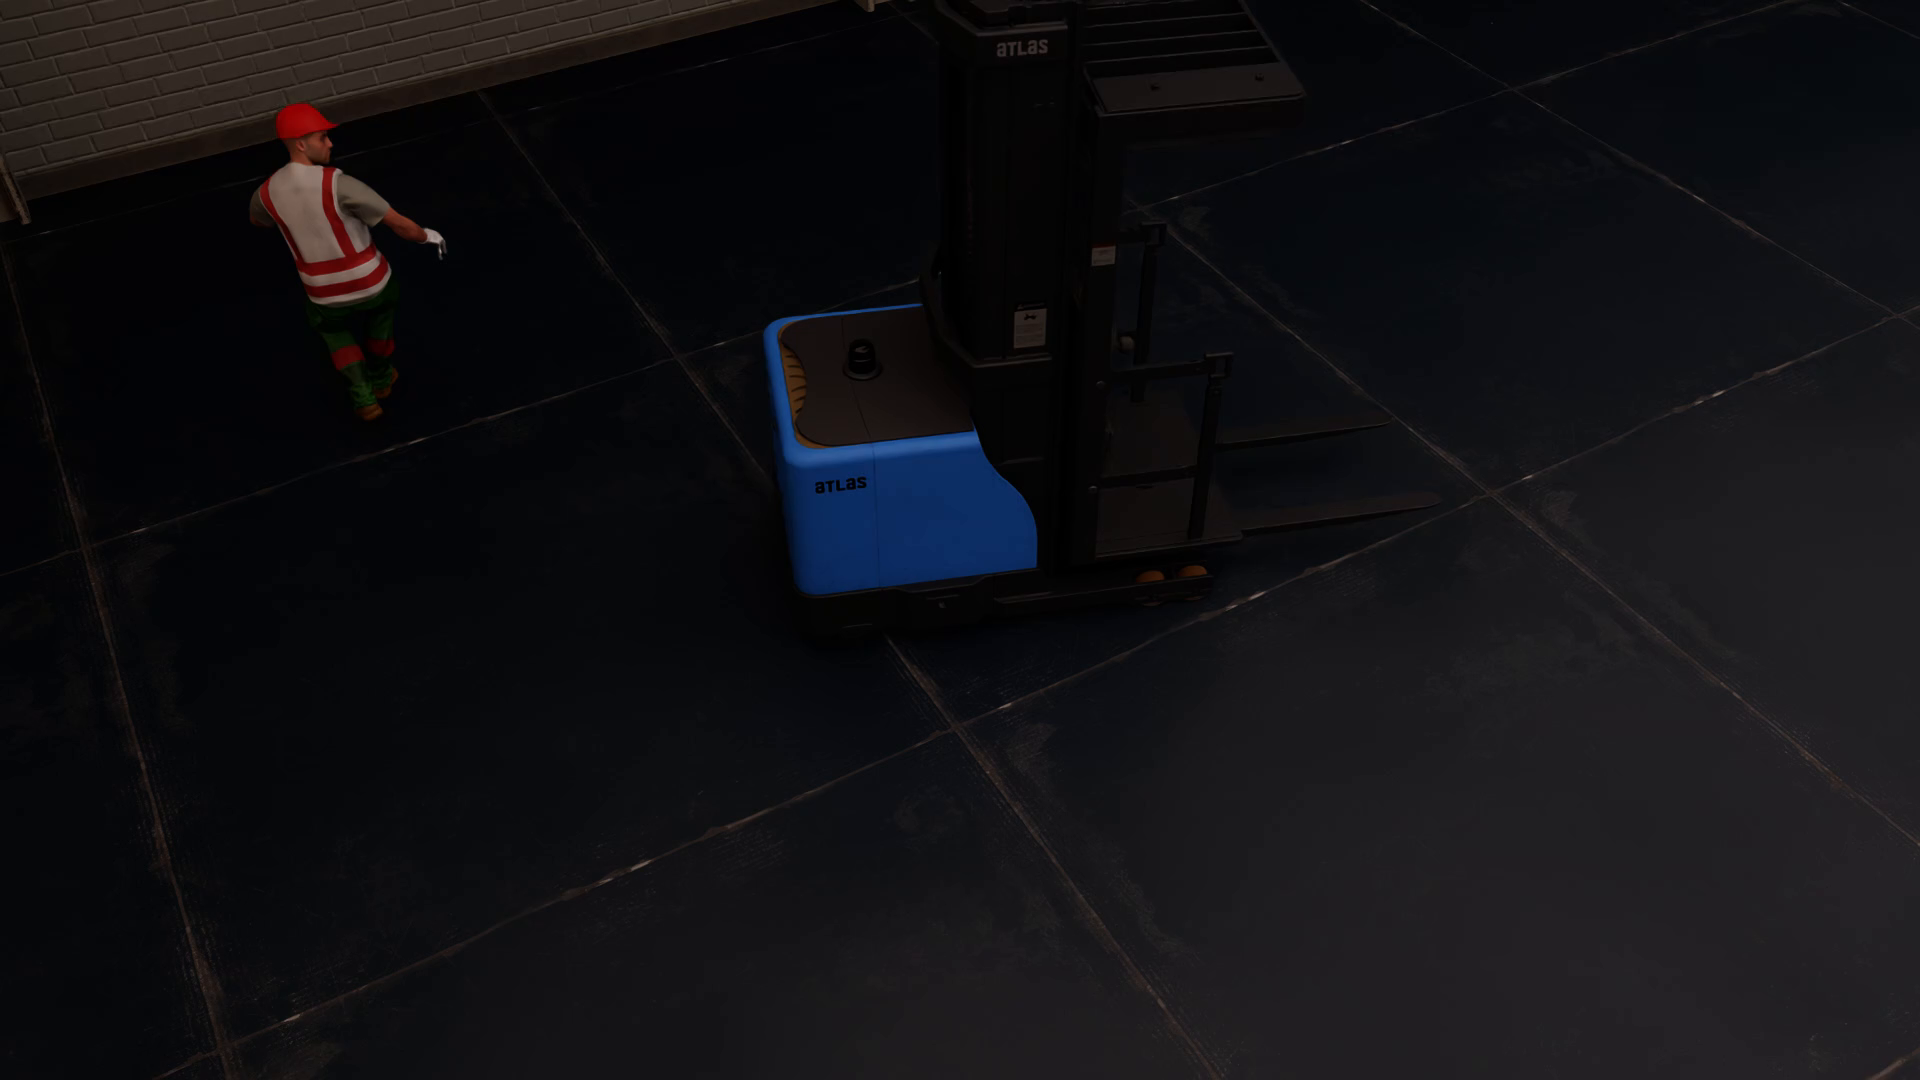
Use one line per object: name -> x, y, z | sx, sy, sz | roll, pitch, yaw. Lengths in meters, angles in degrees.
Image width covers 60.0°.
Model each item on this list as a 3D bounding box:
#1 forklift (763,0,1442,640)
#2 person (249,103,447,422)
forklift -> 0.688, -1.124, 6.909 | 3.031, 2.935, 1.130 | -7, 43, -8
person -> -2.952, -1.385, 8.126 | 0.876, 1.654, 0.816 | -7, 43, -7
